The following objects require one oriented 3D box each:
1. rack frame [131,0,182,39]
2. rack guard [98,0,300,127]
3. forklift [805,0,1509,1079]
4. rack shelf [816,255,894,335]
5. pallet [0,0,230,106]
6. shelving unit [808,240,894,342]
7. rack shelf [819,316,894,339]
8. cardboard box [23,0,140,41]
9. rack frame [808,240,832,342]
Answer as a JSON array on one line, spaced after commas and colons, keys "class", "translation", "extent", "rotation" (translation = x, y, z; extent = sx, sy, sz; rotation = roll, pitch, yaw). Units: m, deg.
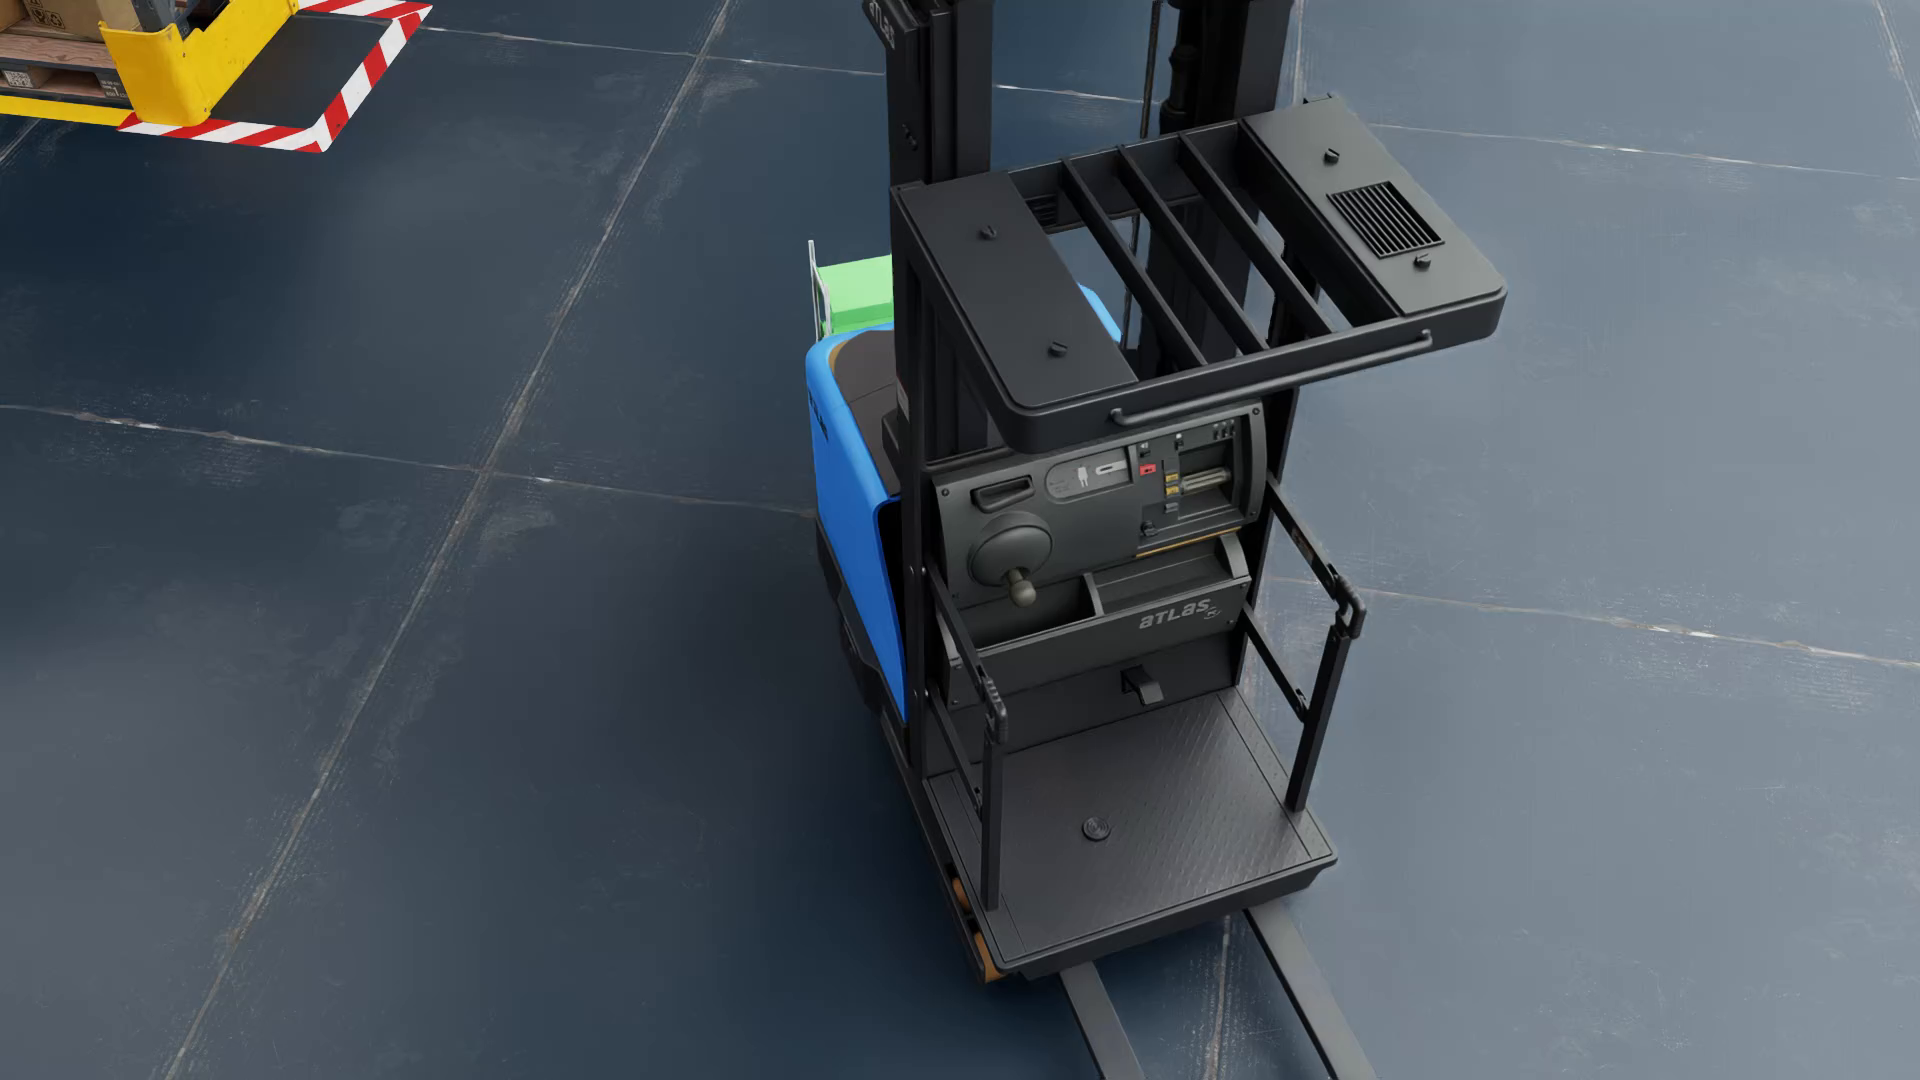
[{"class": "rack frame", "translation": [-3.673, -3.433, 7.318], "extent": [0.127, 3.000, 1.000], "rotation": [8, 49, 7]}, {"class": "rack guard", "translation": [-3.748, -2.608, 8.257], "extent": [0.348, 0.500, 1.175], "rotation": [8, 49, 7]}, {"class": "forklift", "translation": [0.459, 0.002, 4.278], "extent": [1.130, 2.935, 3.031], "rotation": [-15, 50, -13]}, {"class": "rack shelf", "translation": [-0.230, -0.838, 5.637], "extent": [0.480, 0.148, 0.258], "rotation": [-12, 49, -11]}, {"class": "pallet", "translation": [-4.541, -2.645, 8.484], "extent": [1.213, 0.211, 1.003], "rotation": [8, 49, 7]}, {"class": "shelving unit", "translation": [-0.230, -0.560, 5.947], "extent": [0.503, 1.200, 0.258], "rotation": [-12, 49, -11]}, {"class": "rack shelf", "translation": [-0.230, -0.678, 5.816], "extent": [0.480, 0.148, 0.258], "rotation": [-12, 49, -11]}, {"class": "cardboard box", "translation": [-4.285, -2.833, 8.177], "extent": [0.500, 0.500, 0.500], "rotation": [16, 50, 14]}, {"class": "rack frame", "translation": [-0.465, -0.510, 5.901], "extent": [0.015, 1.200, 0.240], "rotation": [-12, 49, -11]}]
